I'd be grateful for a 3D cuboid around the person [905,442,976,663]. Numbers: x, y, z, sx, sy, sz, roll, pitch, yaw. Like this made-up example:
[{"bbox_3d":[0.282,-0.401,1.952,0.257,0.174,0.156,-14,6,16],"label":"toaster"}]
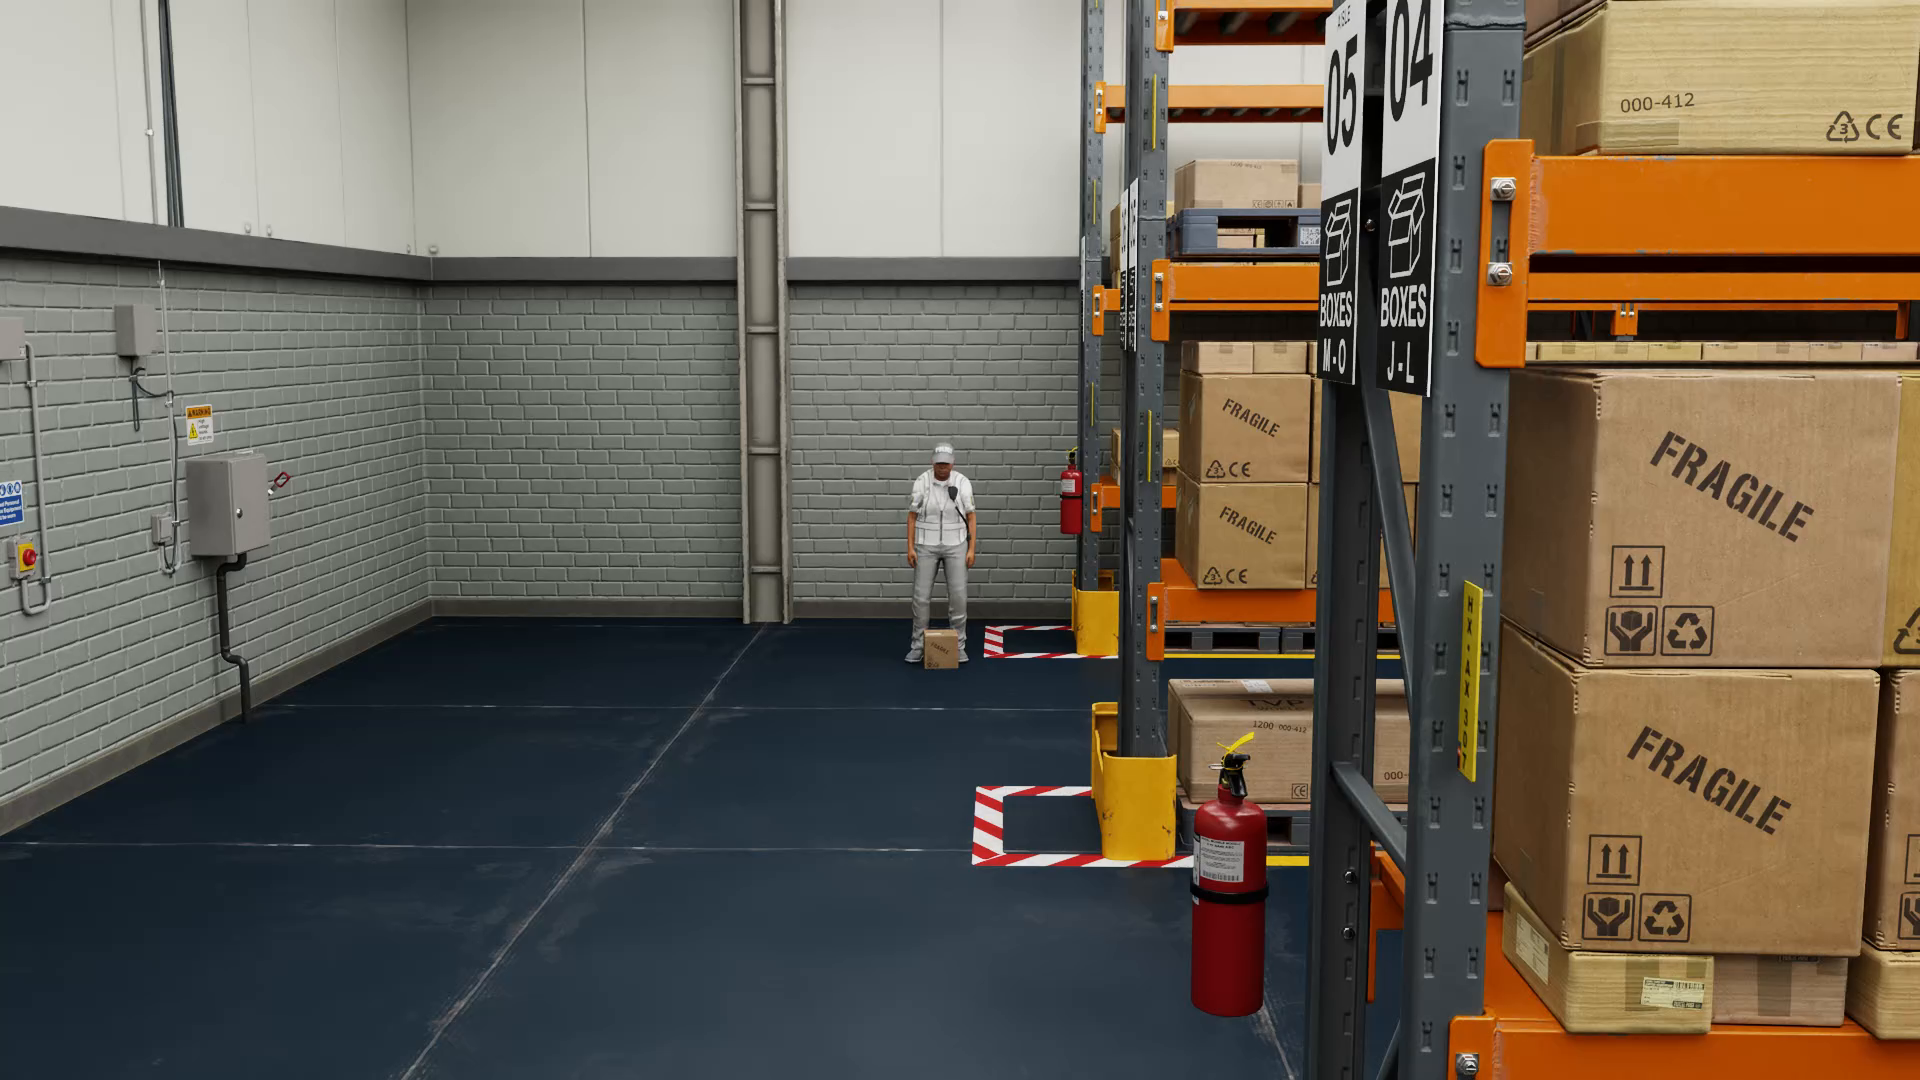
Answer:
[{"bbox_3d":[-0.147,0.087,12.575,0.540,1.667,0.466,0,7,1],"label":"person"}]
